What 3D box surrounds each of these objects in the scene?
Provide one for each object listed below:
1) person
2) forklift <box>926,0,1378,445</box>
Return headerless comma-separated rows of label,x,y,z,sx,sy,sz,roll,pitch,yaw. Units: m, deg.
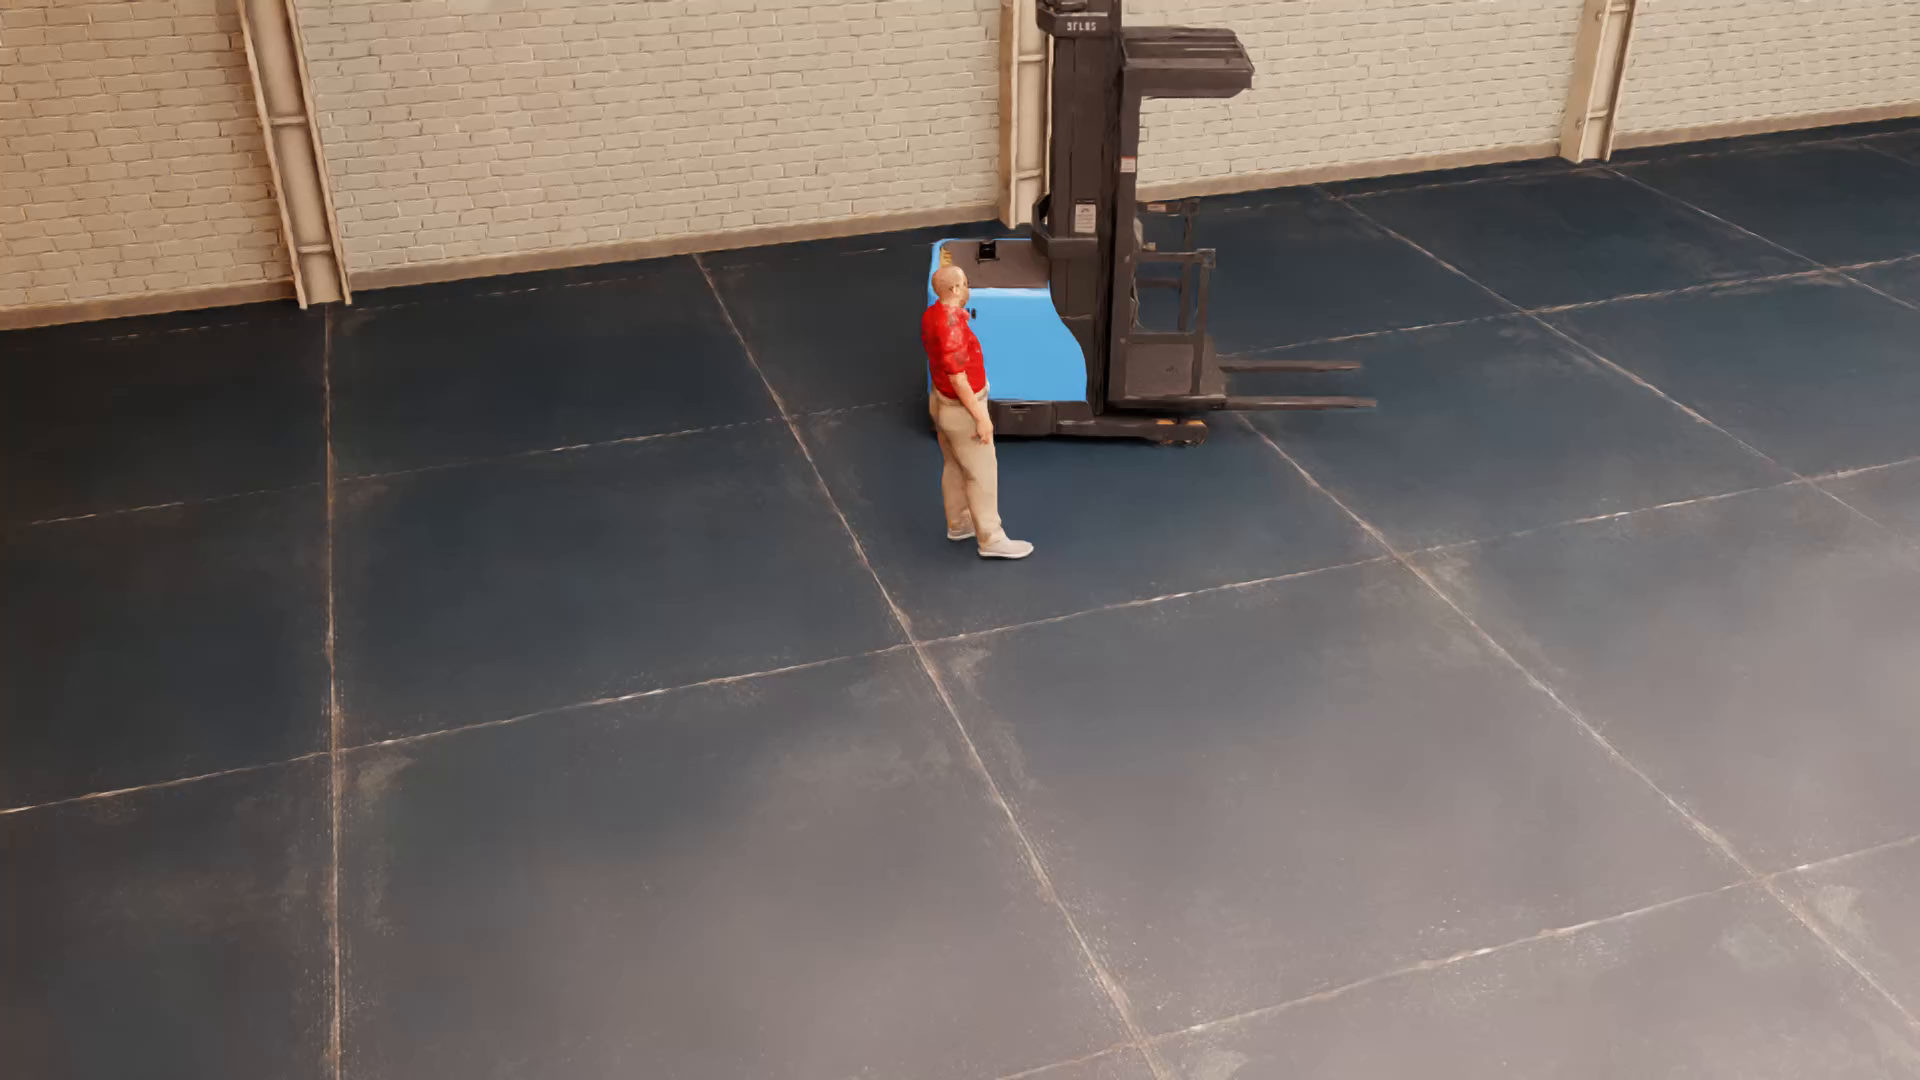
person,0.089,-0.764,9.606,0.550,1.726,0.640,-10,31,-16
forklift,1.300,-2.175,10.868,3.031,2.935,1.130,1,30,1
